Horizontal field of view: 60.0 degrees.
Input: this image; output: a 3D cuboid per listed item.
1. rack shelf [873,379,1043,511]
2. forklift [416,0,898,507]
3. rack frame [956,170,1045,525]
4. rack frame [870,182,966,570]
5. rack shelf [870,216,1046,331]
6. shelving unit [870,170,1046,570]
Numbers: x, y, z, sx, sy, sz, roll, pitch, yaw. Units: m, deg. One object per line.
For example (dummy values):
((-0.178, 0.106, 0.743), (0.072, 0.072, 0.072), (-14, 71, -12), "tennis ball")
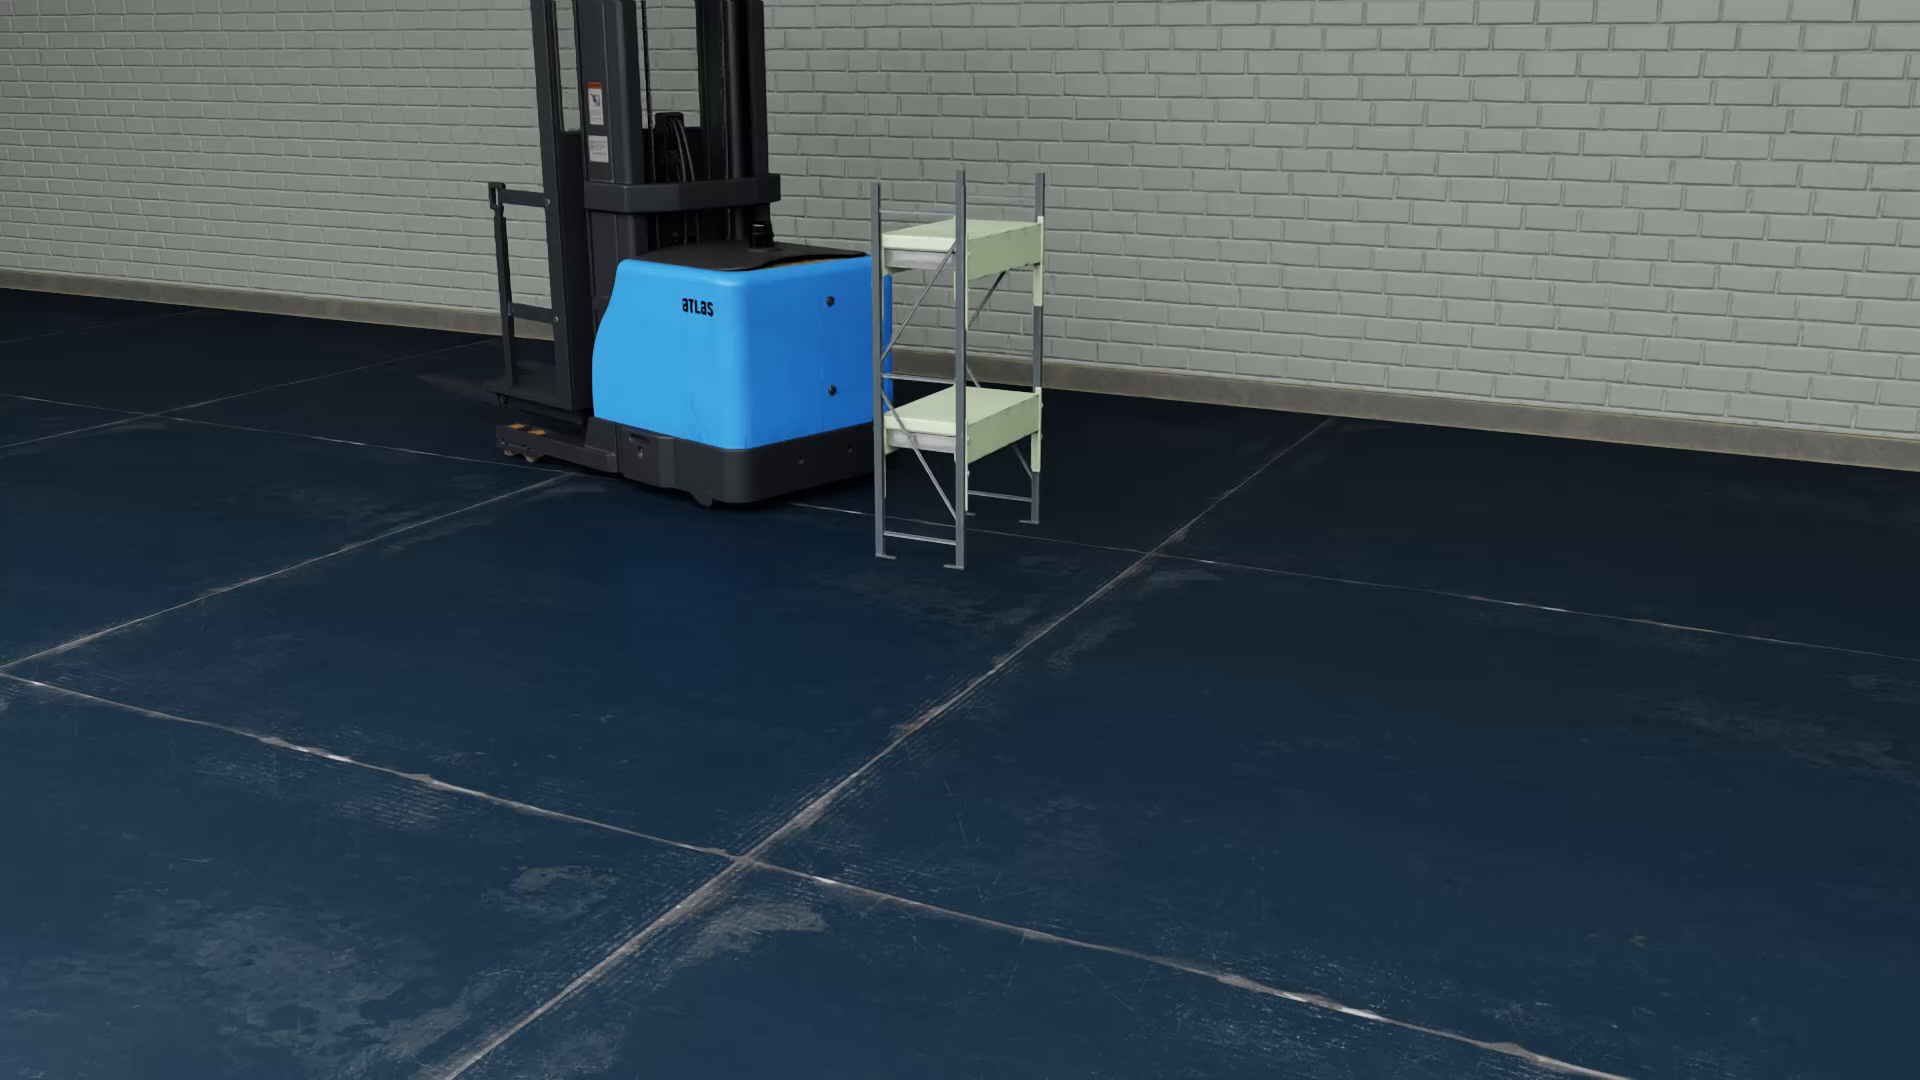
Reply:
((0.003, -0.408, 6.909), (0.431, 0.370, 0.720), (8, 18, 25), "rack shelf")
((-1.721, -1.887, 8.230), (3.031, 2.935, 1.130), (15, 22, 41), "forklift")
((0.167, -0.814, 7.130), (0.400, 1.500, 0.023), (8, 18, 25), "rack frame")
((-0.161, -0.627, 6.503), (0.400, 1.500, 0.023), (8, 18, 25), "rack frame")
((0.003, -1.095, 6.705), (0.431, 0.370, 0.720), (8, 18, 25), "rack shelf")
((0.003, -0.721, 6.817), (0.431, 1.500, 0.755), (8, 18, 25), "shelving unit")
